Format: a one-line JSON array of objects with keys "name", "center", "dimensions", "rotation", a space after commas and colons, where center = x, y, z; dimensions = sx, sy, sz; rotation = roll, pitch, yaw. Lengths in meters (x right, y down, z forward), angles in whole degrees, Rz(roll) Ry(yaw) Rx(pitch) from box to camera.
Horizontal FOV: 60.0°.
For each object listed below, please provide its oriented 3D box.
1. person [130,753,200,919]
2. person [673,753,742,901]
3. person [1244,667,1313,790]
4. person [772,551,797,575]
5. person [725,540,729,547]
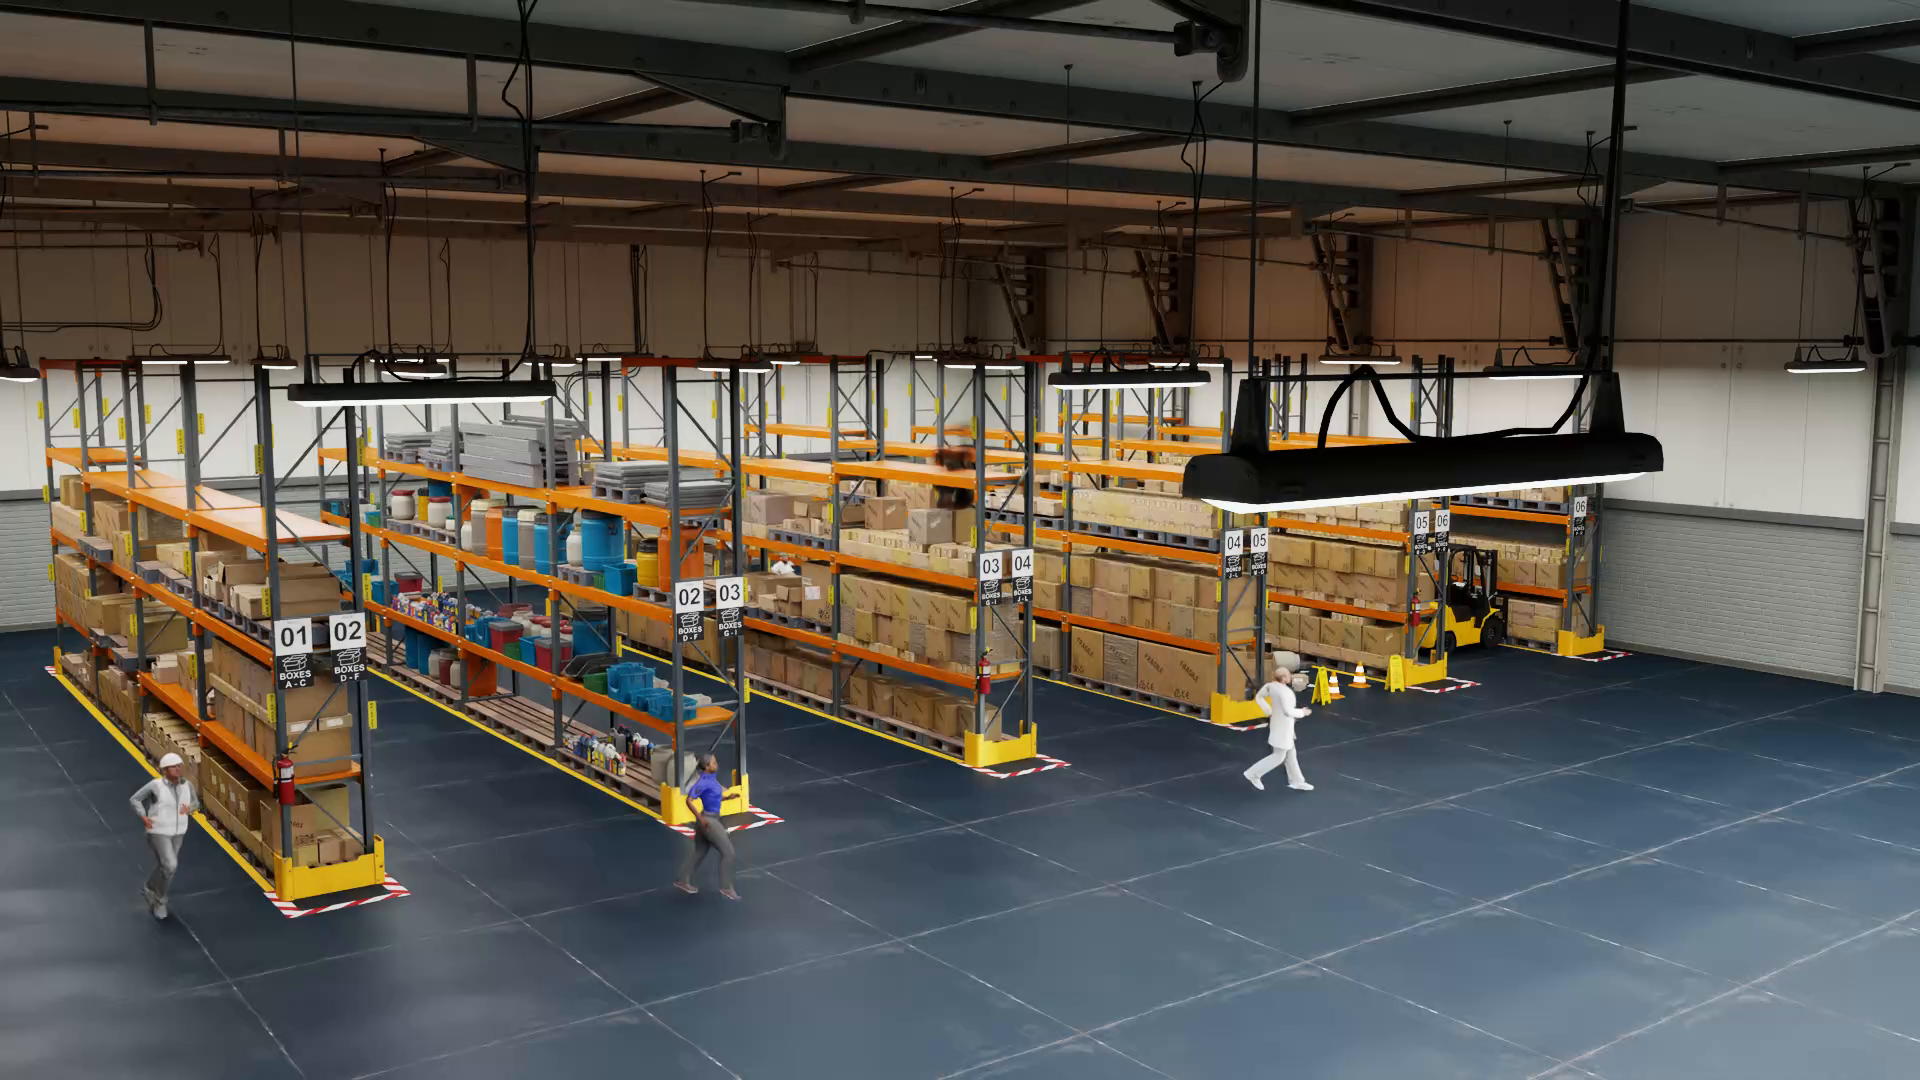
[{"name": "person", "center": [-8.824, 3.264, 18.518], "dimensions": [0.689, 1.822, 0.632], "rotation": [4, 8, 29]}, {"name": "person", "center": [-2.864, 3.257, 18.825], "dimensions": [0.781, 1.717, 0.549], "rotation": [-1, 7, -12]}, {"name": "person", "center": [4.465, 2.750, 23.198], "dimensions": [1.060, 1.589, 0.714], "rotation": [-1, 7, -8]}, {"name": "person", "center": [-3.784, 1.065, 36.339], "dimensions": [0.673, 1.743, 1.084], "rotation": [-4, 8, -32]}, {"name": "person", "center": [-6.018, 0.607, 41.384], "dimensions": [0.526, 1.552, 0.709], "rotation": [-3, 8, -25]}]
